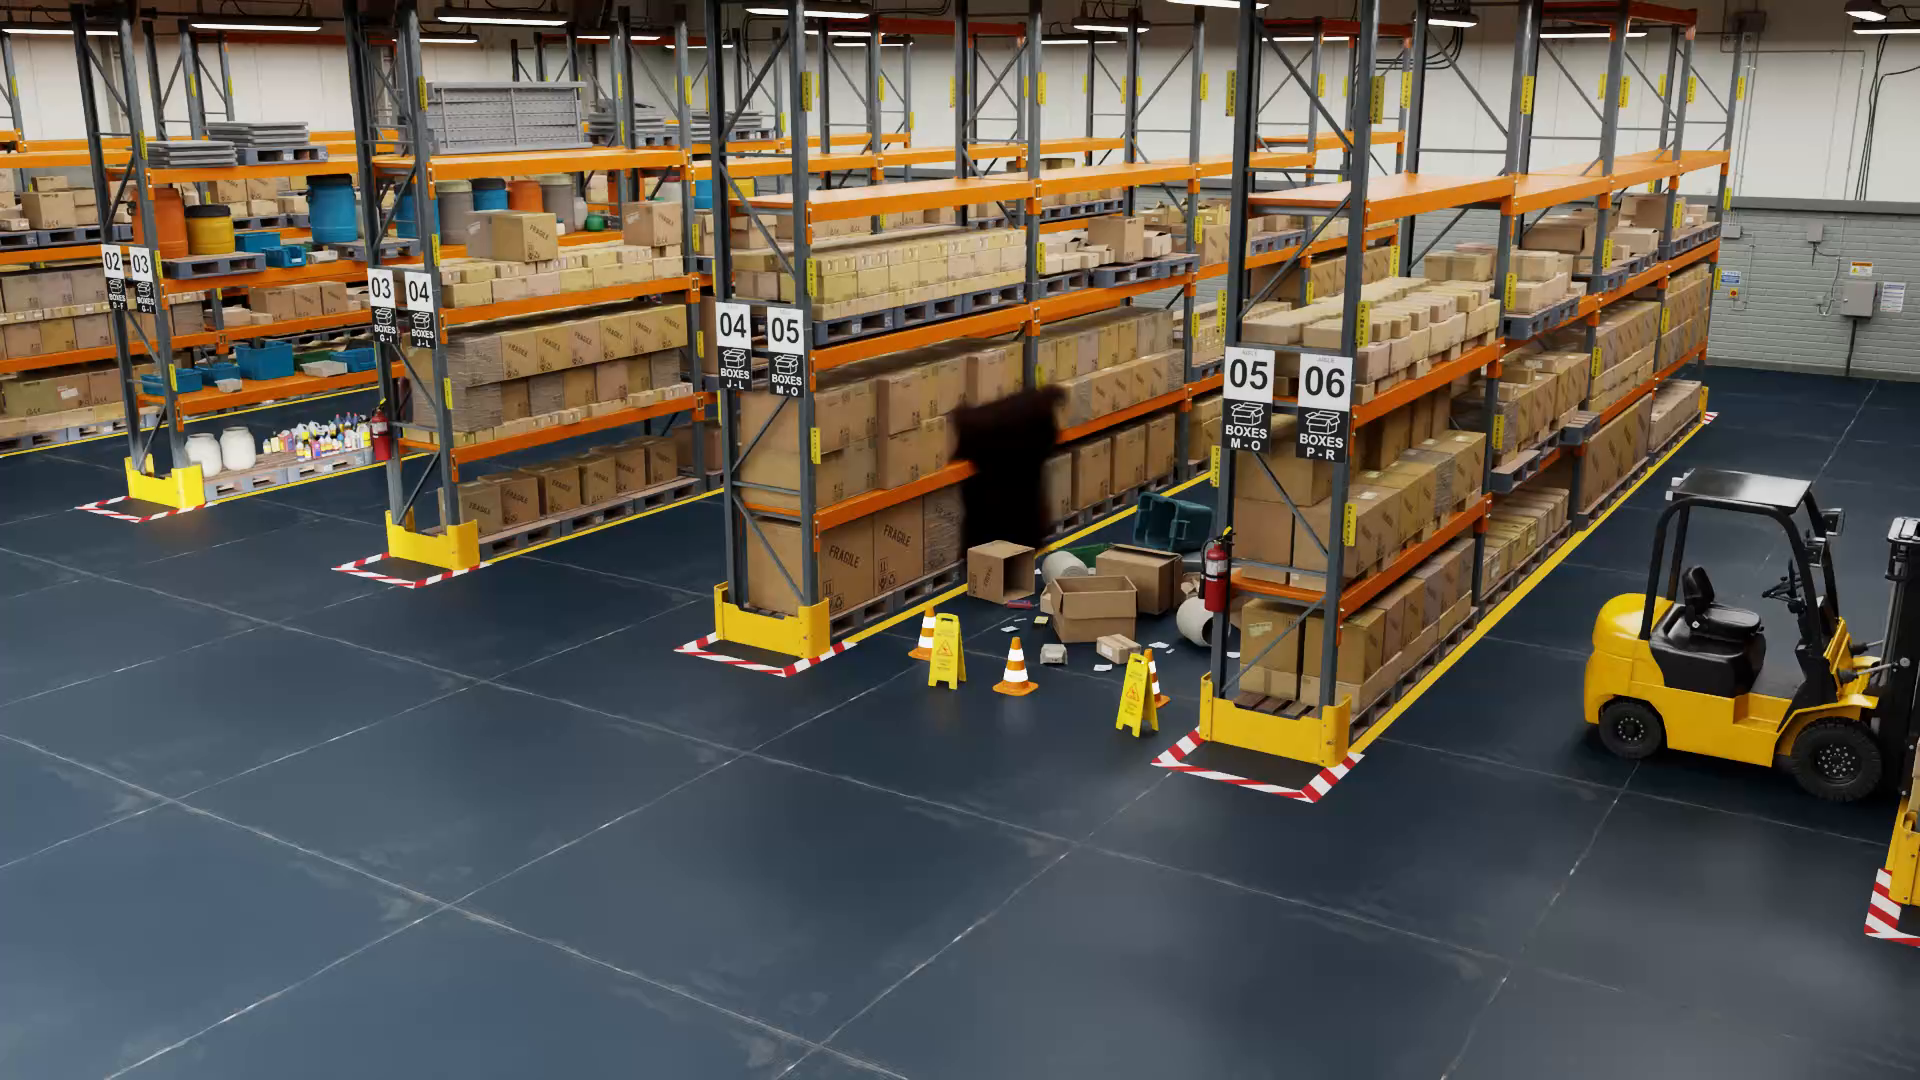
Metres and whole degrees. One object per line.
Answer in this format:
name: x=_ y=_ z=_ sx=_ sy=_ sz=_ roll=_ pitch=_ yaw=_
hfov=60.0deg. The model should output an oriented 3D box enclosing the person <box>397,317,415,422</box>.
person: x=-8.414 y=-2.529 z=25.258 sx=0.521 sy=1.706 sz=0.445 roll=8 pitch=18 yaw=28
